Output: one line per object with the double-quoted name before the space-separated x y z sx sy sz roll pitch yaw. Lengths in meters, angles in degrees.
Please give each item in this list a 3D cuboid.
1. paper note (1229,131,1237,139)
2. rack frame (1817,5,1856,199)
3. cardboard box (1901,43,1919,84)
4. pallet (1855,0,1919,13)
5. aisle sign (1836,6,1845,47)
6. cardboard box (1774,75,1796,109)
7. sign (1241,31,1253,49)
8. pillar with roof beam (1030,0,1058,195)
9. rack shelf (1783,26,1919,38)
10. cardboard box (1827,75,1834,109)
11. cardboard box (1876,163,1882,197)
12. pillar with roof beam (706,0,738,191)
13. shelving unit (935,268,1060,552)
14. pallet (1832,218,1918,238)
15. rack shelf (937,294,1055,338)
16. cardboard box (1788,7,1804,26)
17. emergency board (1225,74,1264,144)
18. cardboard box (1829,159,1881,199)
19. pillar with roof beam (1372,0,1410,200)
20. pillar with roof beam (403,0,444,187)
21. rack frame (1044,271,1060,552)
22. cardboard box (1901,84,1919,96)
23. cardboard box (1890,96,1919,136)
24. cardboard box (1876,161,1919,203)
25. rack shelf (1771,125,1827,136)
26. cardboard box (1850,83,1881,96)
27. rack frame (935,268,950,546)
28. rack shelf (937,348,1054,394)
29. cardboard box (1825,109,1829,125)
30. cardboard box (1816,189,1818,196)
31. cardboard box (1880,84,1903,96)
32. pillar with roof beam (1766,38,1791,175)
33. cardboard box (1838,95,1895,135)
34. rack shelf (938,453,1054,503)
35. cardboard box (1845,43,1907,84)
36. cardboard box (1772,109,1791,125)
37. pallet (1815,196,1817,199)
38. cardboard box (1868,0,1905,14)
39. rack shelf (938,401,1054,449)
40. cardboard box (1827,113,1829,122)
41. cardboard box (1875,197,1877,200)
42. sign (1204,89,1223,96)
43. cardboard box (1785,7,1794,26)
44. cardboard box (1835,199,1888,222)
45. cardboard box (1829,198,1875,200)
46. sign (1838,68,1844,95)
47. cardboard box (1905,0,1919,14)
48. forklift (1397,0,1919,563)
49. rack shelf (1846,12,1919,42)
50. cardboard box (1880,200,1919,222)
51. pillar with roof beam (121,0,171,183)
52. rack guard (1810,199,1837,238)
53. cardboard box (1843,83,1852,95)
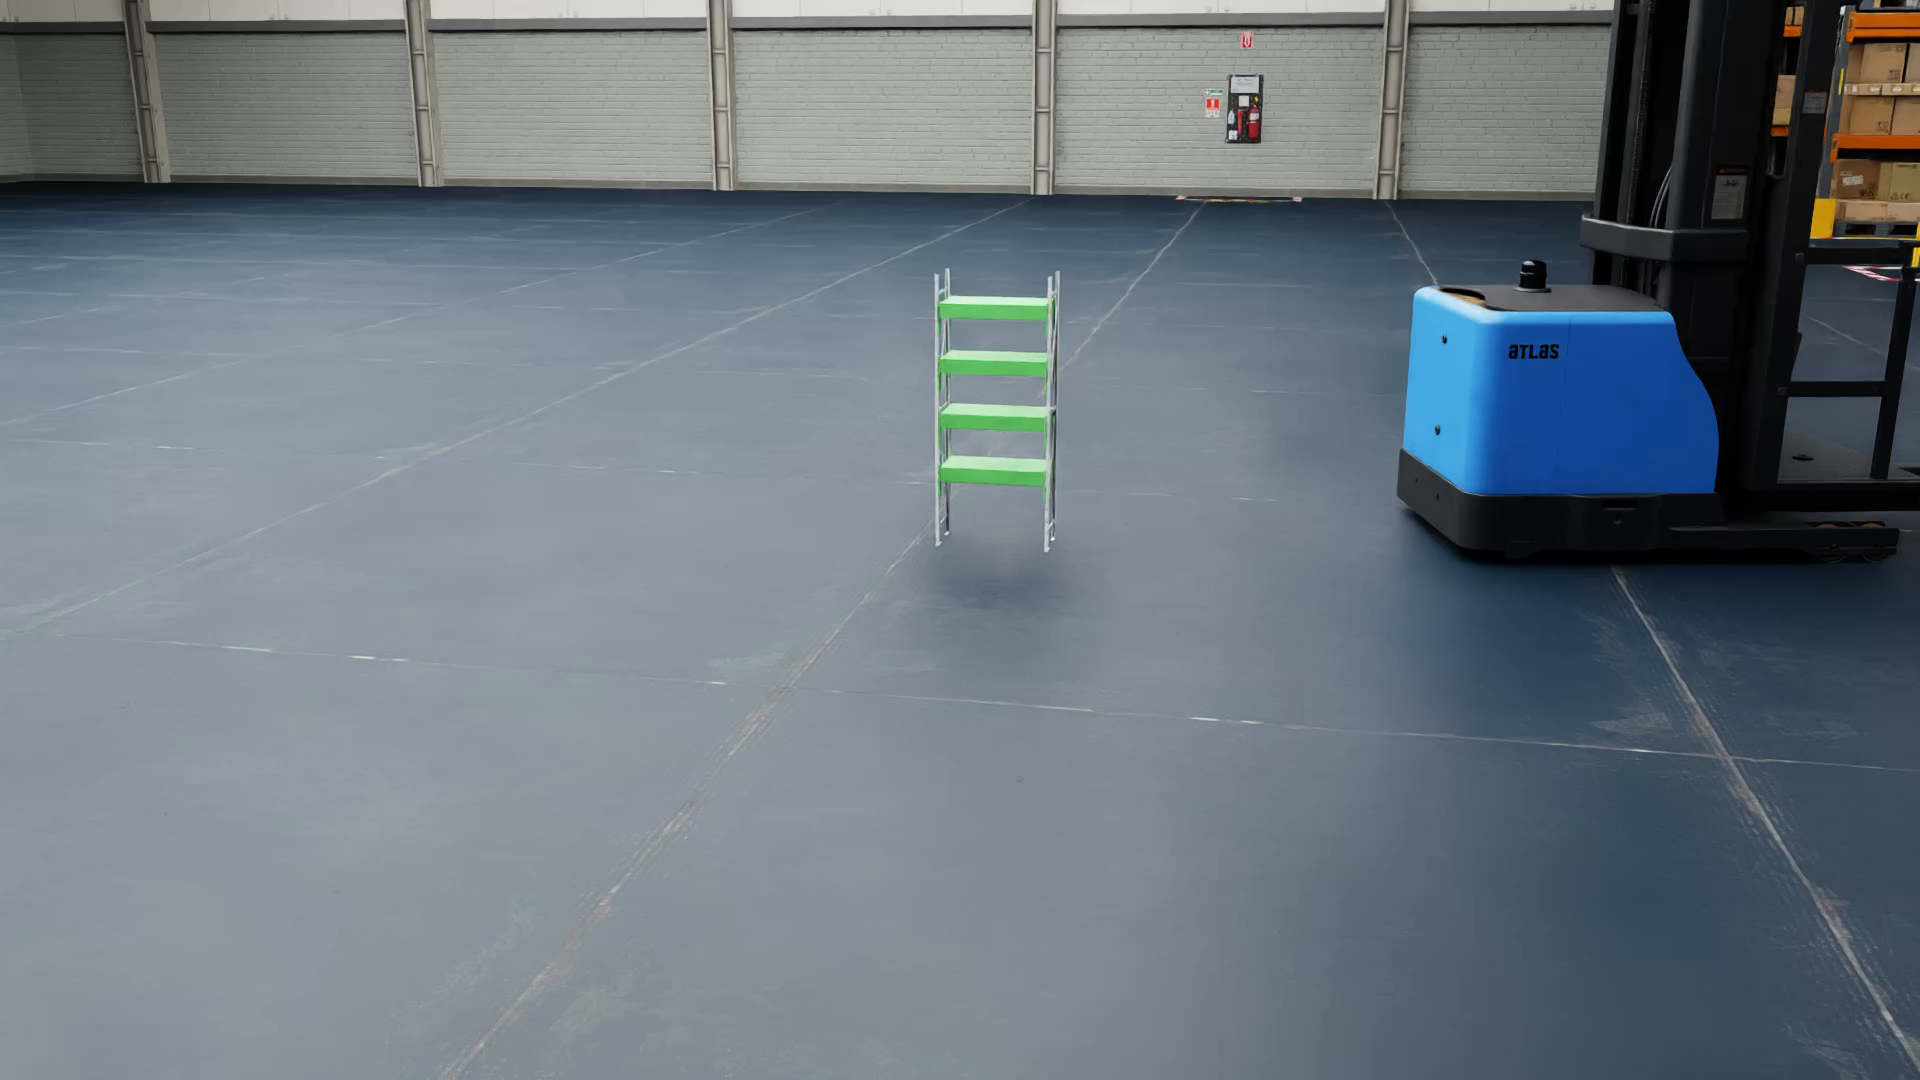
"paper note" 4.797 -7.114 29.203 0.142 0.148 0.016 3 16 11
"rack frame" 11.409 -5.565 21.962 0.127 3.000 1.000 3 16 11
"cardboard box" 12.432 -6.181 21.568 0.500 0.500 0.700 3 16 10
"pallet" 12.097 -6.923 21.414 1.213 0.211 1.003 3 16 11
"aisle sign" 11.284 -6.741 21.339 0.004 0.787 0.394 3 16 11
"cardboard box" 12.800 -7.056 26.183 0.500 0.500 0.500 3 16 11
"sign" 4.969 -8.654 28.773 0.199 0.298 0.001 3 16 11
"pillar with roof beam" 0.634 -9.453 24.762 0.400 9.000 9.100 3 16 11
"rack shelf" 14.352 -7.853 25.953 4.000 0.370 1.077 3 16 11
"cardboard box" 13.788 -6.998 25.974 0.500 0.500 0.500 3 16 9
"cardboard box" 14.320 -5.726 26.401 0.500 0.500 0.700 2 16 8
"pillar with roof beam" -5.246 -9.772 25.914 0.400 9.000 9.100 3 16 11
"shelving unit" 0.162 -0.569 7.300 0.503 1.200 0.258 3 16 11
"pallet" 12.167 -4.191 22.227 1.213 0.211 1.003 3 16 11
"rack shelf" 0.162 -0.970 7.189 0.480 0.148 0.258 3 16 11
"cardboard box" 13.190 -8.243 25.788 0.500 0.500 0.500 4 16 15
"emergency board" 4.957 -7.511 28.987 0.643 1.169 0.194 3 16 11
"cardboard box" 11.994 -4.853 22.351 0.500 0.500 0.500 3 16 11
"pillar with roof beam" 6.513 -9.134 23.610 0.400 9.000 9.100 3 16 11
"pillar with roof beam" -11.126 -10.092 27.066 0.400 9.000 9.100 3 16 11
"rack frame" 0.401 -0.556 7.253 0.015 1.200 0.240 3 16 11
"cardboard box" 12.254 -5.821 21.486 0.250 0.149 0.380 3 16 11
"cardboard box" 12.379 -5.558 21.751 0.500 0.500 0.700 4 16 13
"cardboard box" 12.381 -4.691 21.766 0.500 0.500 0.500 3 16 11
"rack shelf" 14.352 -6.408 26.353 4.000 0.370 1.077 3 16 11
"cardboard box" 11.751 -5.848 21.584 0.250 0.149 0.380 3 16 11
"rack frame" -0.077 -0.582 7.347 0.015 1.200 0.240 3 16 11
"rack shelf" 0.162 -0.739 7.253 0.480 0.148 0.258 3 16 11
"cardboard box" 13.319 -6.665 26.179 0.500 0.250 0.500 3 16 9
"cardboard box" 13.611 -5.686 26.614 0.500 0.311 0.500 4 16 16
"cardboard box" 12.010 -5.835 21.536 0.250 0.149 0.380 3 16 10
"pillar with roof beam" 12.393 -8.815 22.457 0.400 9.000 9.100 3 16 11
"cardboard box" 11.864 -5.585 21.847 0.500 0.500 0.700 3 16 11
"rack shelf" 0.162 -0.277 7.381 0.480 0.148 0.258 3 16 11
"cardboard box" 11.916 -6.207 21.664 0.500 0.500 0.700 3 16 11
"cardboard box" 12.807 -6.689 26.265 0.500 0.250 0.500 3 16 9
"pallet" 13.256 -5.461 26.810 1.213 0.211 1.003 3 16 11
"cardboard box" 14.228 -8.194 25.609 0.500 0.500 0.500 4 16 15
"rack shelf" 0.162 -0.508 7.317 0.480 0.148 0.258 3 16 11
"cardboard box" 13.817 -6.637 26.075 0.500 0.250 0.500 3 16 10
"cardboard box" 12.486 -4.467 22.365 0.500 0.250 0.500 3 16 11
"sign" 4.439 -7.837 29.105 0.331 0.109 0.001 3 16 11
"cardboard box" 12.670 -8.281 25.925 0.500 0.500 0.500 4 16 13
"cardboard box" 11.890 -4.355 21.960 0.500 0.250 0.500 3 16 11
"cardboard box" 11.993 -4.491 22.450 0.500 0.250 0.500 3 16 11
"sign" 11.293 -5.875 21.313 0.005 0.325 0.100 3 16 11
"cardboard box" 14.725 -8.164 25.500 0.500 0.500 0.500 2 16 9
"forklift" 3.627 -1.455 7.254 3.031 2.935 1.130 -1 15 -2
"rack shelf" 13.369 -6.557 21.274 4.000 0.370 1.077 3 16 11
"cardboard box" 12.381 -4.330 21.868 0.500 0.250 0.500 3 16 11
"pillar with roof beam" -17.005 -10.411 28.219 0.400 9.000 9.100 3 16 11
"rack guard" 11.385 -4.361 22.301 0.348 0.500 1.175 3 16 11
"cardboard box" 11.821 -5.955 21.969 0.250 0.149 0.380 3 16 10
